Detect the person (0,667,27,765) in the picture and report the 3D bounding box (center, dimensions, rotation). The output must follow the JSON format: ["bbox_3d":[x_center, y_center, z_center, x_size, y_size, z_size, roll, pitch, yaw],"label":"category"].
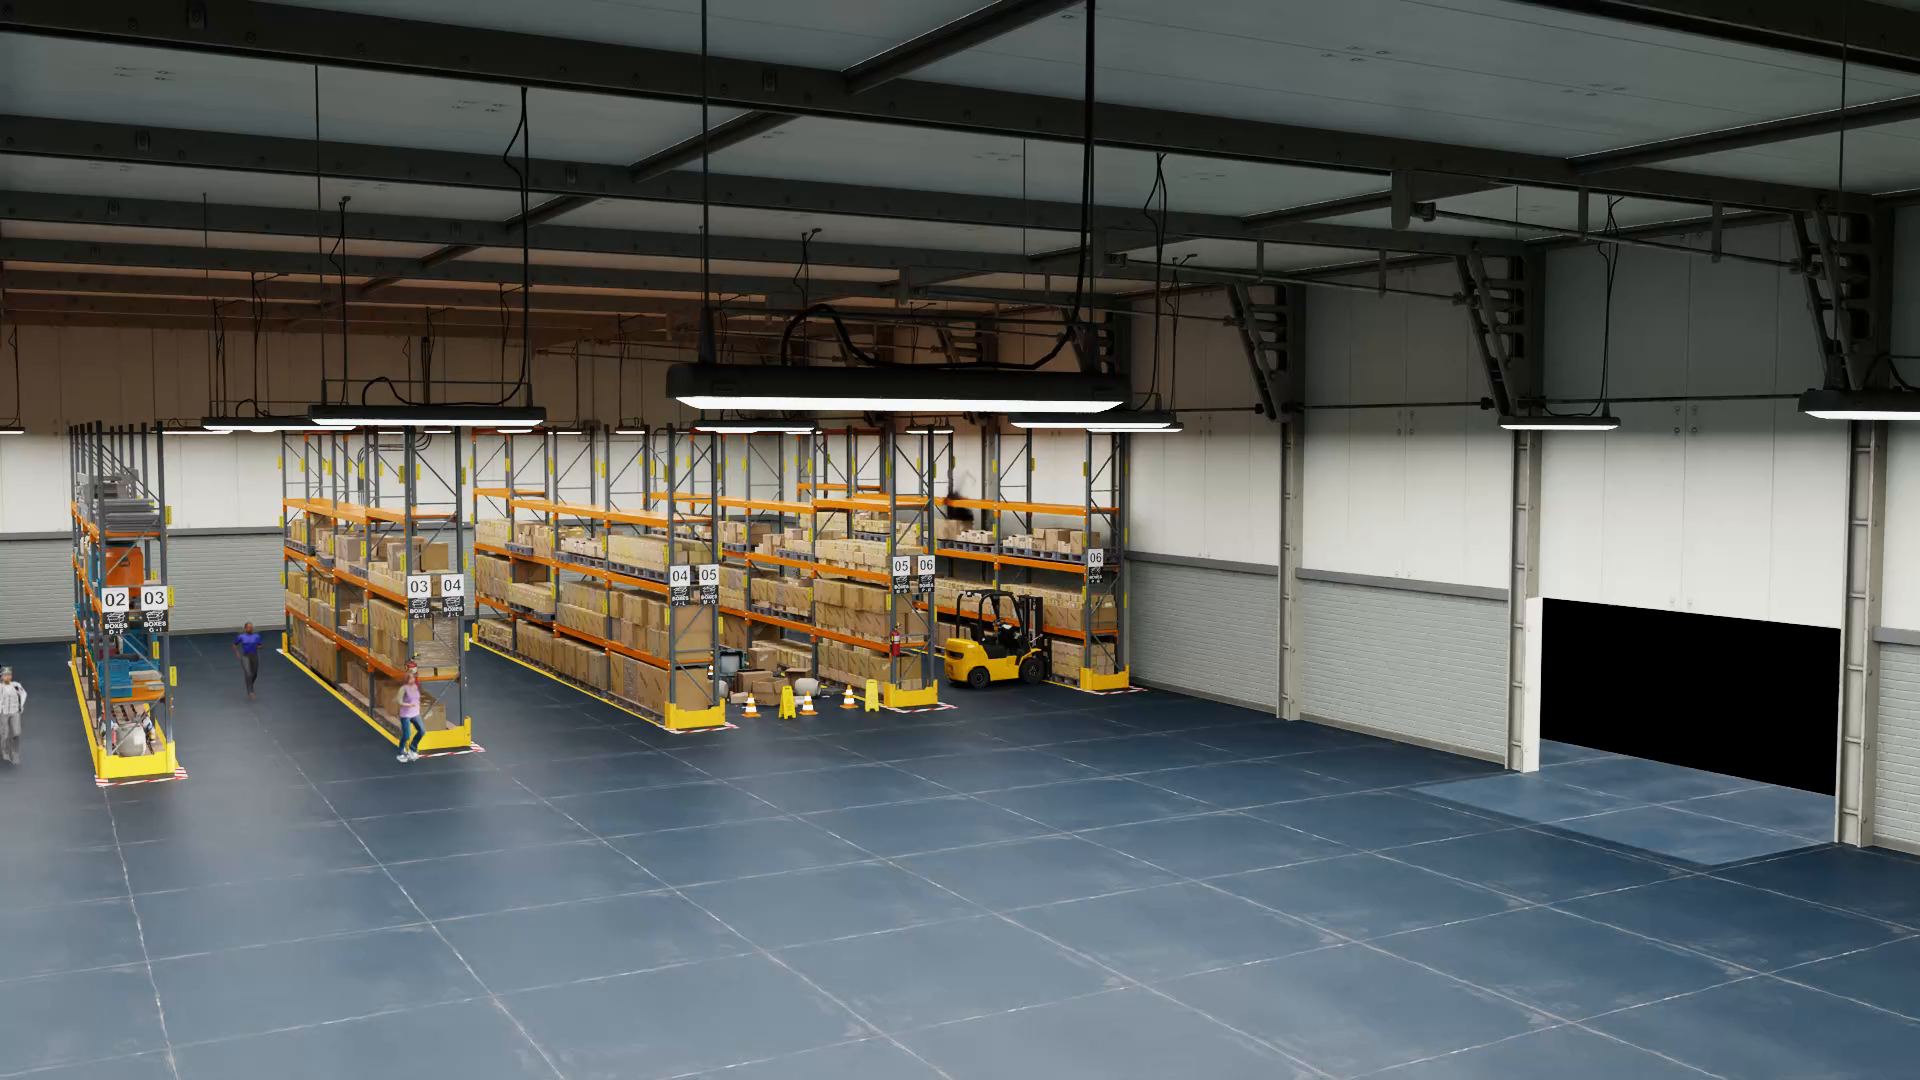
[{"bbox_3d":[-16.640,3.080,29.106,0.592,1.734,0.684,-2,4,-35],"label":"person"}]

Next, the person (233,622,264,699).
[{"bbox_3d":[-15.589,2.621,36.483,0.575,1.644,0.941,-3,5,-40],"label":"person"}]

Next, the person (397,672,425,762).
[{"bbox_3d":[-9.663,3.118,29.285,0.584,1.601,0.544,2,4,29],"label":"person"}]
